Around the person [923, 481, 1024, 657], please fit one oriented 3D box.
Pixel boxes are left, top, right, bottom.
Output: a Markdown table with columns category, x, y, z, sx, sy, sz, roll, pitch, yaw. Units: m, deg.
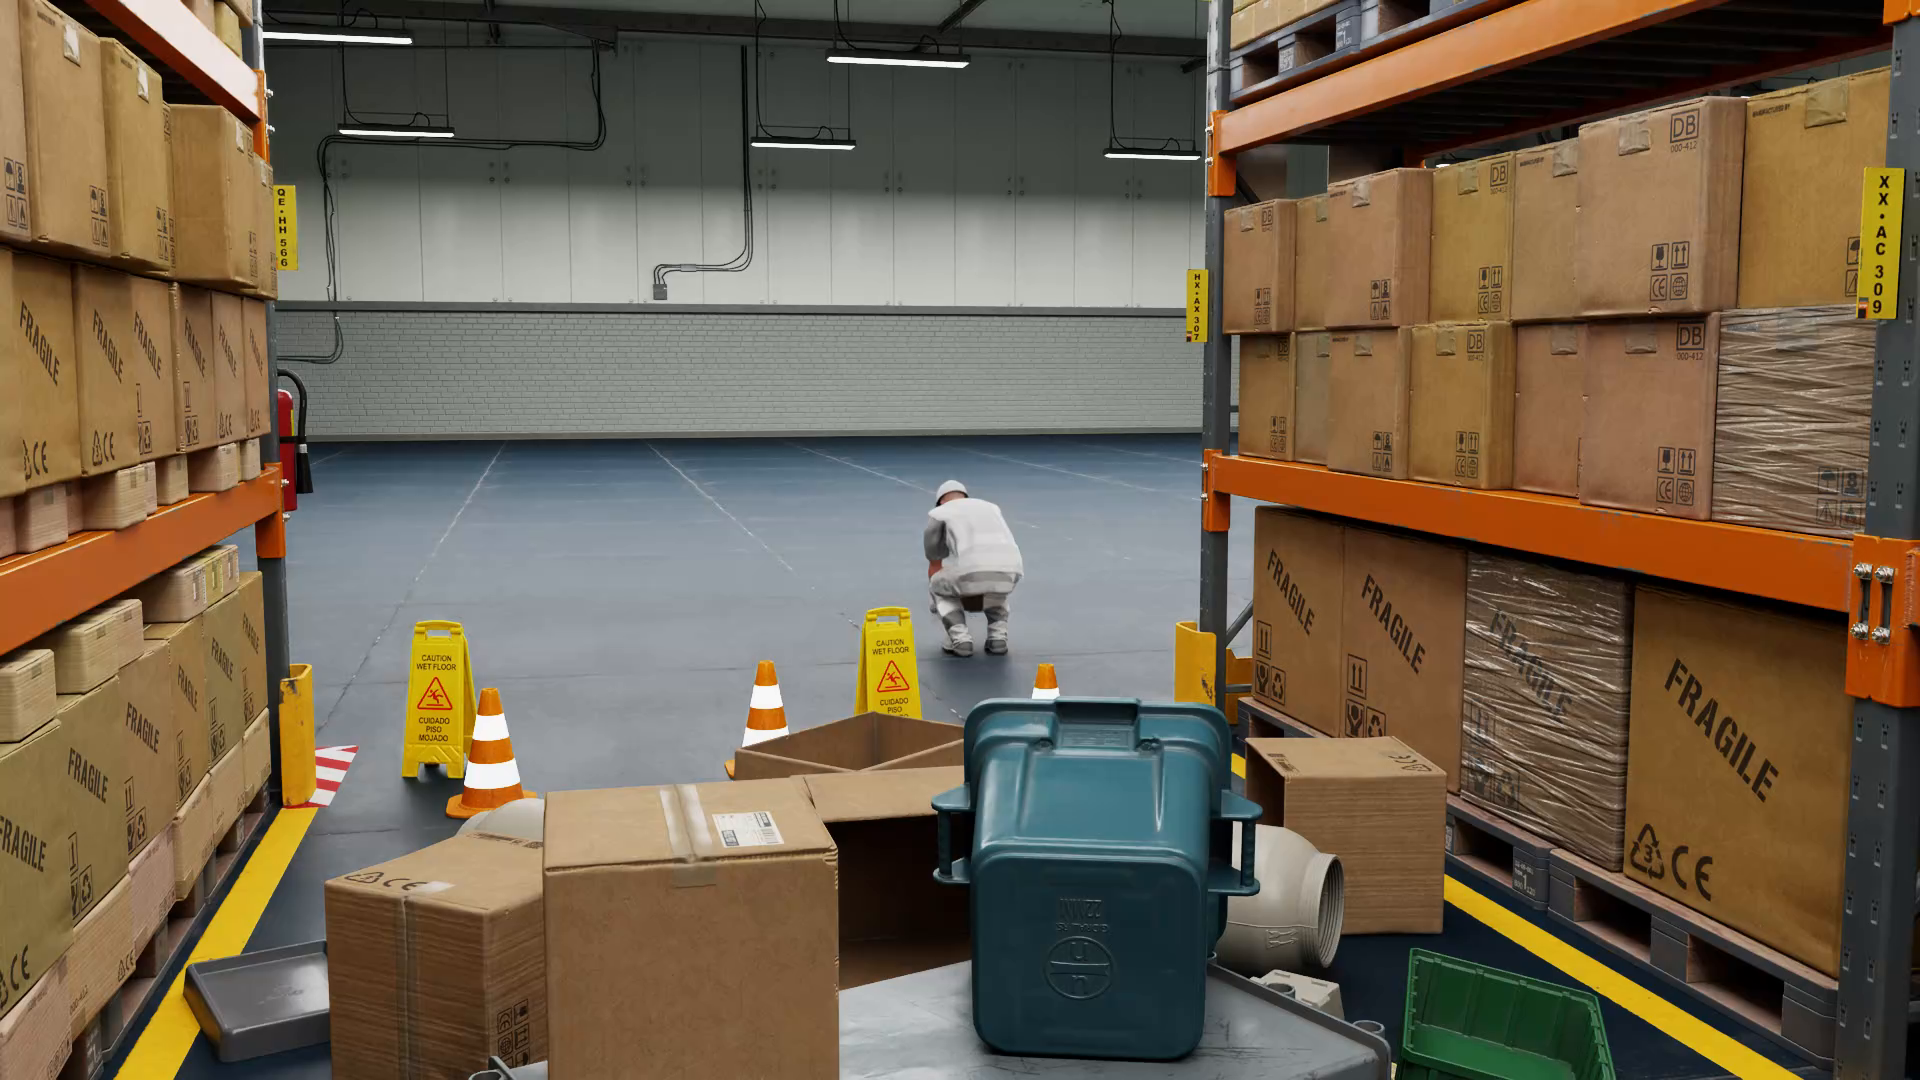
| category | x | y | z | sx | sy | sz | roll | pitch | yaw |
| --- | --- | --- | --- | --- | --- | --- | --- | --- | --- |
| person | 0.069 | 0.163 | 10.005 | 0.540 | 1.004 | 0.875 | -2 | 6 | -15 |
